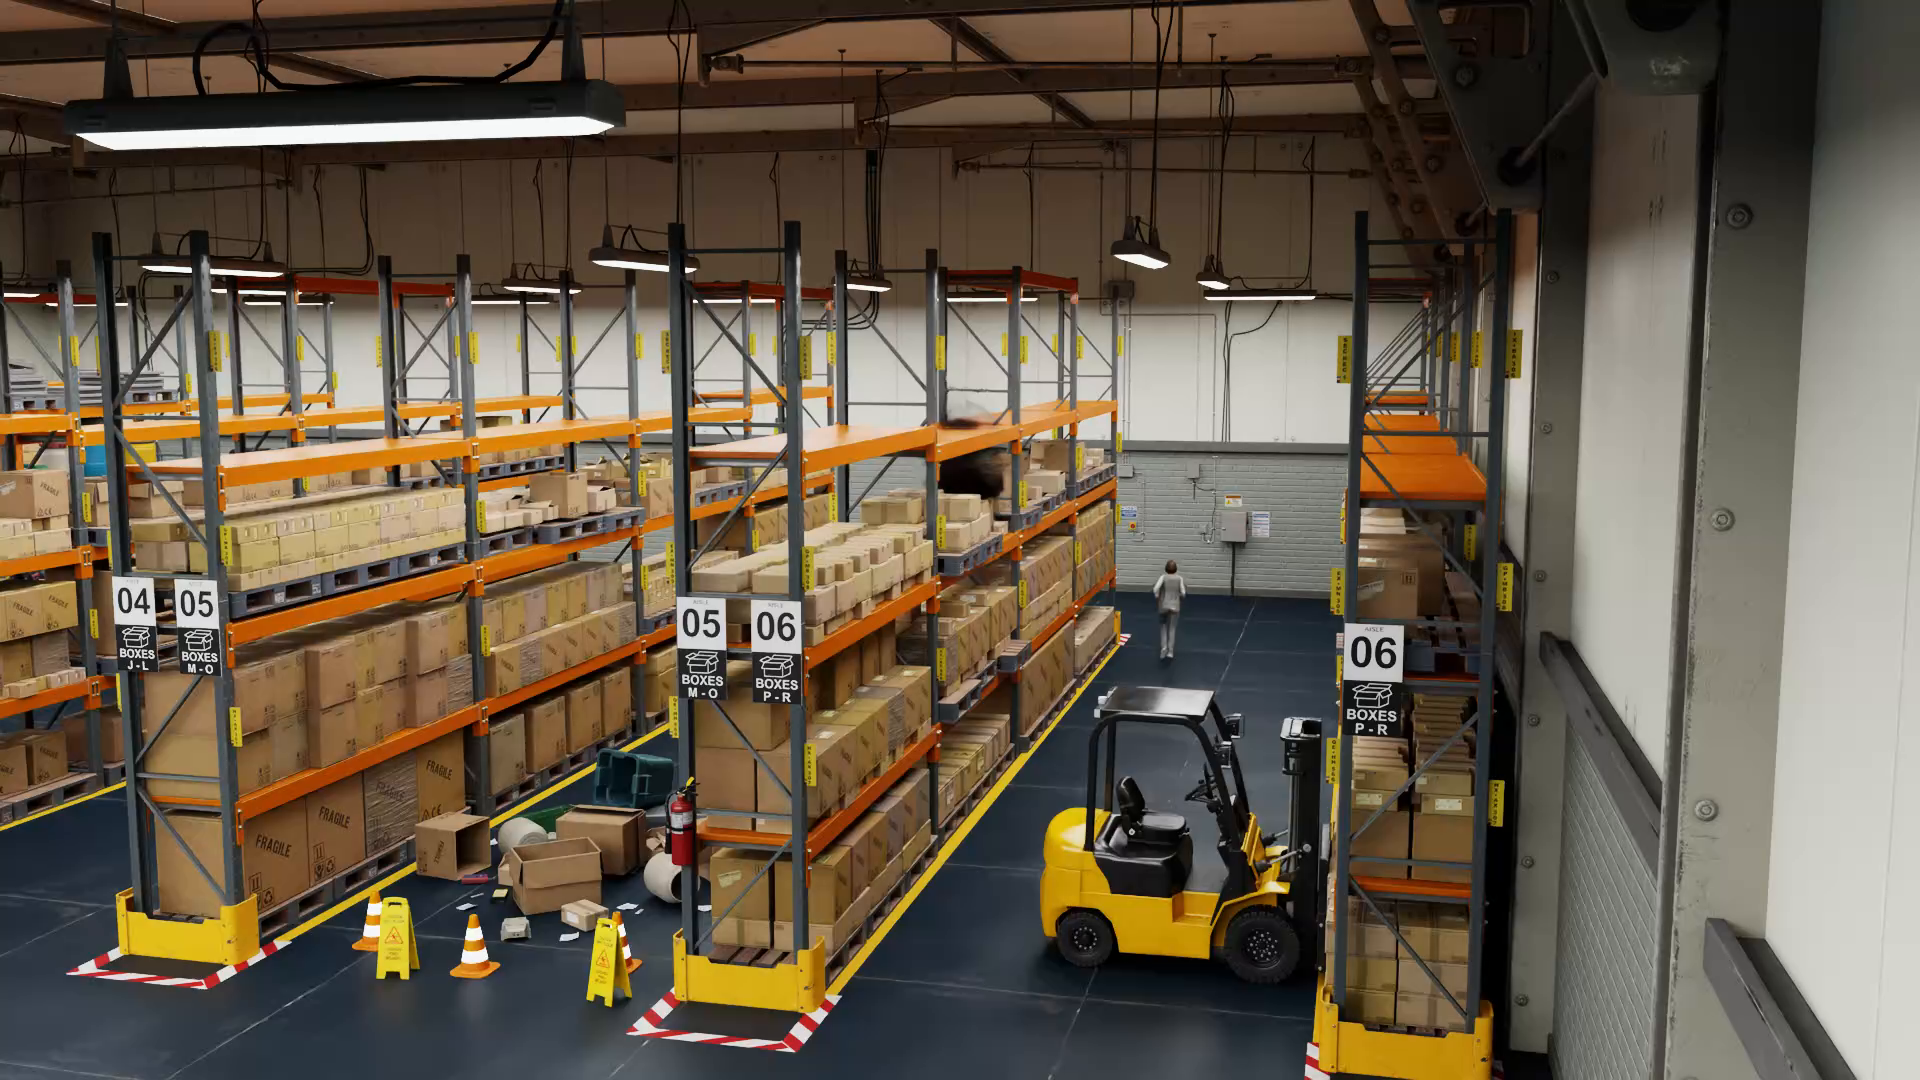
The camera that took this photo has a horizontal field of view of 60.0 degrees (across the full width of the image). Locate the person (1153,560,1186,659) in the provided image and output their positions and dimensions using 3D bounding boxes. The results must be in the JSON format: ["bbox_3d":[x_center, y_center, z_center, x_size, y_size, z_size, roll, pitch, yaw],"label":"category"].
[{"bbox_3d":[3.358,1.140,26.665,0.513,1.620,0.702,1,7,7],"label":"person"}]
